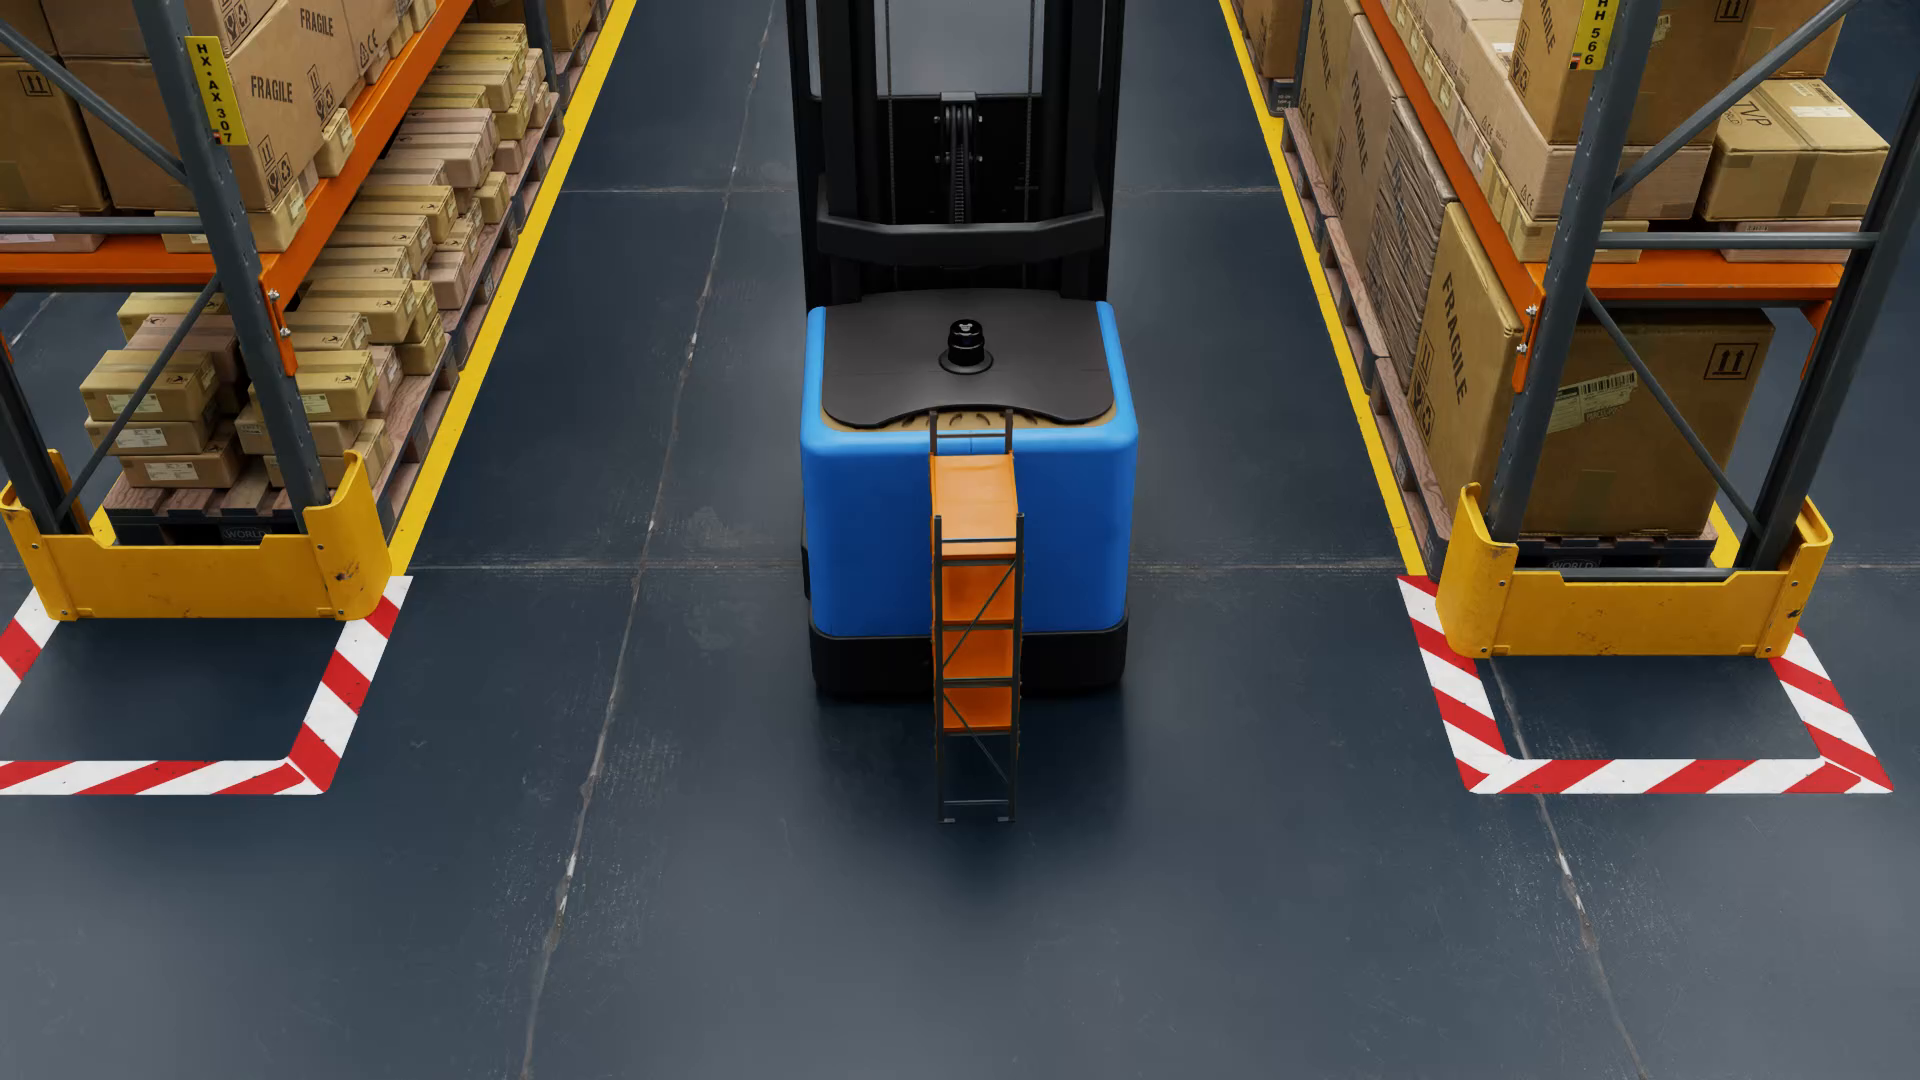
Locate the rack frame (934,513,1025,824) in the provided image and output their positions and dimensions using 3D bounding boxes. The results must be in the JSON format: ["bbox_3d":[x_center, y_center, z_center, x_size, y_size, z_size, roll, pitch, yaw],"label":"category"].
[{"bbox_3d":[0.051,0.404,4.787,0.240,1.200,0.015,-1,39,-2],"label":"rack frame"}]

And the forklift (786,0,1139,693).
[{"bbox_3d":[-0.024,-1.537,5.824,1.130,2.935,3.031,-1,39,-2],"label":"forklift"}]

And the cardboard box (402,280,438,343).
[{"bbox_3d":[-2.341,-0.925,6.711,0.380,0.149,0.250,1,39,1],"label":"cardboard box"}]

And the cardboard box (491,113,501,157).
[{"bbox_3d":[-2.426,-1.923,7.957,0.380,0.149,0.250,0,39,0],"label":"cardboard box"}]

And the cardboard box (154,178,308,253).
[{"bbox_3d":[-2.345,-1.049,5.362,0.380,0.149,0.250,0,39,0],"label":"cardboard box"}]

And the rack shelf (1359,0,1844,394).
[{"bbox_3d":[2.286,-1.855,6.741,1.077,0.370,4.000,0,39,0],"label":"rack shelf"}]

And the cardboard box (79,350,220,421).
[{"bbox_3d":[-2.926,-0.559,6.017,0.380,0.149,0.250,0,39,0],"label":"cardboard box"}]

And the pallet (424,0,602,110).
[{"bbox_3d":[-2.679,-2.845,9.631,1.003,0.211,1.213,0,39,0],"label":"pallet"}]

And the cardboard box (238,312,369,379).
[{"bbox_3d":[-2.454,-0.728,6.228,0.380,0.149,0.250,1,39,1],"label":"cardboard box"}]

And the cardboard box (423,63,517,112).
[{"bbox_3d":[-2.369,-2.192,8.054,0.380,0.149,0.250,0,39,0],"label":"cardboard box"}]

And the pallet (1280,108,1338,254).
[{"bbox_3d":[2.206,-1.823,8.355,1.003,0.211,1.213,0,39,0],"label":"pallet"}]

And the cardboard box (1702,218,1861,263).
[{"bbox_3d":[2.617,-1.009,5.311,0.380,0.149,0.250,0,39,0],"label":"cardboard box"}]

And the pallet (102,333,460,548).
[{"bbox_3d":[-2.638,-0.412,6.595,1.003,0.211,1.213,0,39,0],"label":"pallet"}]

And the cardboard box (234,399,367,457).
[{"bbox_3d":[-2.416,-0.440,6.106,0.380,0.149,0.250,1,39,2],"label":"cardboard box"}]

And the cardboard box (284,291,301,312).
[{"bbox_3d":[-2.858,-0.935,6.724,0.380,0.149,0.250,0,39,-1],"label":"cardboard box"}]

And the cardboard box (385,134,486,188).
[{"bbox_3d":[-2.341,-1.692,7.430,0.380,0.149,0.250,-1,39,-2],"label":"cardboard box"}]

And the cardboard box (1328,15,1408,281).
[{"bbox_3d":[2.205,-1.745,7.393,0.875,0.875,0.875,0,39,0],"label":"cardboard box"}]

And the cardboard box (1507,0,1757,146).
[{"bbox_3d":[2.024,-1.539,5.055,0.500,0.500,0.500,0,39,1],"label":"cardboard box"}]

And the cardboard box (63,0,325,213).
[{"bbox_3d":[-2.396,-1.380,5.256,0.500,0.500,0.500,2,39,2],"label":"cardboard box"}]

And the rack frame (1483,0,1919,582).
[{"bbox_3d":[2.288,-0.885,4.955,1.000,3.000,0.127,0,39,0],"label":"rack frame"}]

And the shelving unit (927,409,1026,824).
[{"bbox_3d":[0.042,0.251,4.977,0.258,1.200,0.503,-1,39,-2],"label":"shelving unit"}]

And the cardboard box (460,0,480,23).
[{"bbox_3d":[-2.930,-3.097,9.379,0.500,0.500,0.500,-1,39,-1],"label":"cardboard box"}]

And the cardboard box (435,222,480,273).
[{"bbox_3d":[-2.368,-1.291,7.406,0.380,0.149,0.250,0,39,0],"label":"cardboard box"}]

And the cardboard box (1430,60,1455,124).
[{"bbox_3d":[1.956,-1.648,6.109,0.380,0.149,0.250,-1,39,-1],"label":"cardboard box"}]

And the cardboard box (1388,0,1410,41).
[{"bbox_3d":[1.954,-2.128,6.708,0.380,0.149,0.250,-1,39,-1],"label":"cardboard box"}]

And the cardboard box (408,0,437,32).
[{"bbox_3d":[-2.369,-2.192,6.787,0.380,0.149,0.250,1,39,1],"label":"cardboard box"}]

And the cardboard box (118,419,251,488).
[{"bbox_3d":[-2.881,-0.325,6.201,0.380,0.149,0.250,1,39,1],"label":"cardboard box"}]

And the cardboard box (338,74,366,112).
[{"bbox_3d":[-2.446,-1.708,6.184,0.380,0.149,0.250,0,39,0],"label":"cardboard box"}]

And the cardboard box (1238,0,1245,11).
[{"bbox_3d":[2.261,-3.680,9.807,1.225,0.875,0.875,-1,39,-2],"label":"cardboard box"}]

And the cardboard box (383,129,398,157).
[{"bbox_3d":[-2.873,-1.907,7.937,0.380,0.149,0.250,-2,39,-2],"label":"cardboard box"}]

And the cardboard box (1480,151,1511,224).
[{"bbox_3d":[1.956,-1.172,5.514,0.380,0.149,0.250,0,39,0],"label":"cardboard box"}]

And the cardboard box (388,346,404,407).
[{"bbox_3d":[-2.442,-0.643,6.597,0.380,0.149,0.250,0,39,0],"label":"cardboard box"}]

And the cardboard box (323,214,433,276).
[{"bbox_3d":[-2.400,-1.214,6.835,0.380,0.149,0.250,1,39,2],"label":"cardboard box"}]

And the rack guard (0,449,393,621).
[{"bbox_3d":[-2.672,-0.017,5.871,1.175,0.500,0.348,0,39,0],"label":"rack guard"}]

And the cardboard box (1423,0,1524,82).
[{"bbox_3d":[2.021,-1.881,6.080,0.500,0.250,0.500,-1,39,-2],"label":"cardboard box"}]

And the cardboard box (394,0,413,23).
[{"bbox_3d":[-2.417,-2.340,6.454,0.500,0.500,0.500,-1,39,-1],"label":"cardboard box"}]

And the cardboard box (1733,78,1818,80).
[{"bbox_3d":[2.550,-1.568,5.690,0.500,0.250,0.500,0,39,-1],"label":"cardboard box"}]

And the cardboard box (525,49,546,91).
[{"bbox_3d":[-2.359,-2.417,8.573,0.380,0.149,0.250,1,39,1],"label":"cardboard box"}]

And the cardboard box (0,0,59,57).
[{"bbox_3d":[-2.921,-1.776,4.950,0.500,0.500,0.500,-1,39,-1],"label":"cardboard box"}]

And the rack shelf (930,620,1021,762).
[{"bbox_3d":[0.042,0.459,5.143,0.258,0.148,0.480,-1,39,-2],"label":"rack shelf"}]
